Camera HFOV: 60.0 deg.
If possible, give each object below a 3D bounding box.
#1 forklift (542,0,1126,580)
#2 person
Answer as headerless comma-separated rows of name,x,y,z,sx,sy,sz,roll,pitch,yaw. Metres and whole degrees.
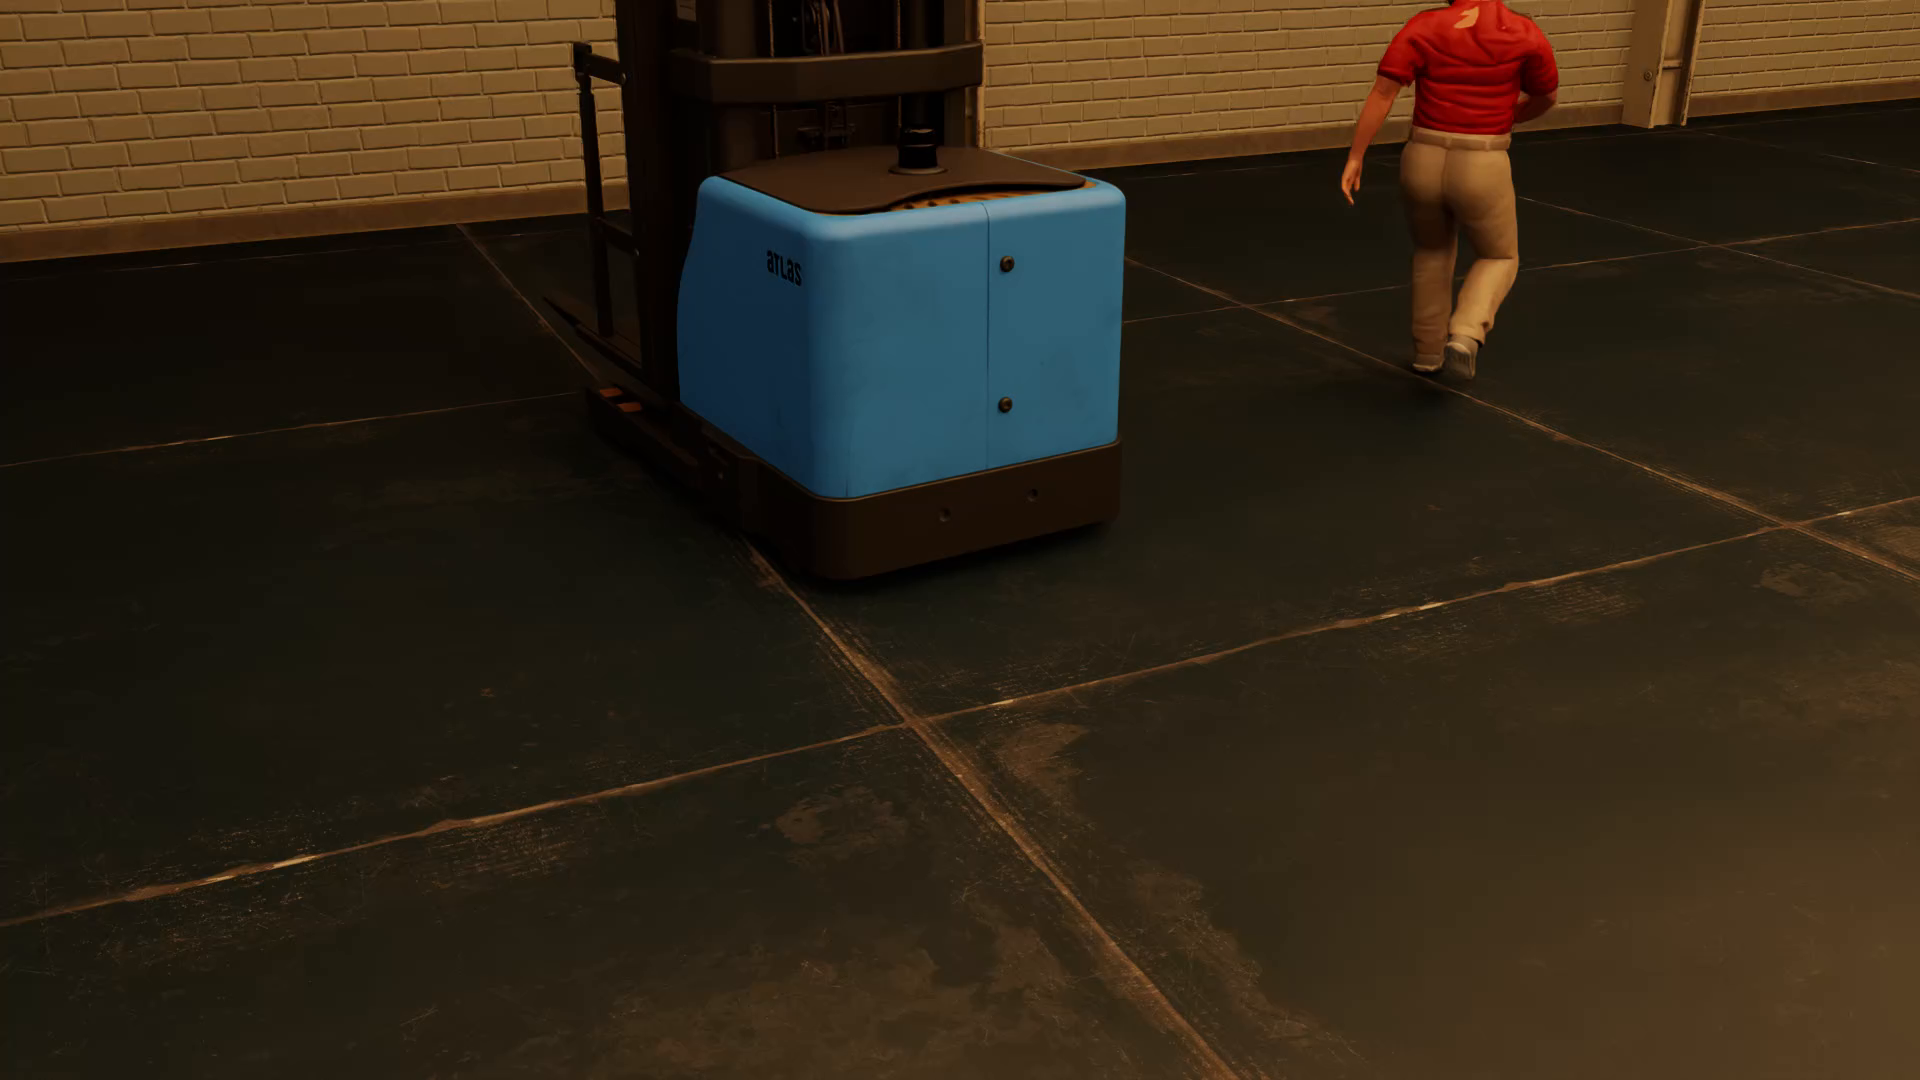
forklift,-0.698,-1.760,5.522,1.130,2.935,3.031,-13,26,-28
person,1.885,-1.429,6.386,0.699,1.673,0.634,13,26,29
